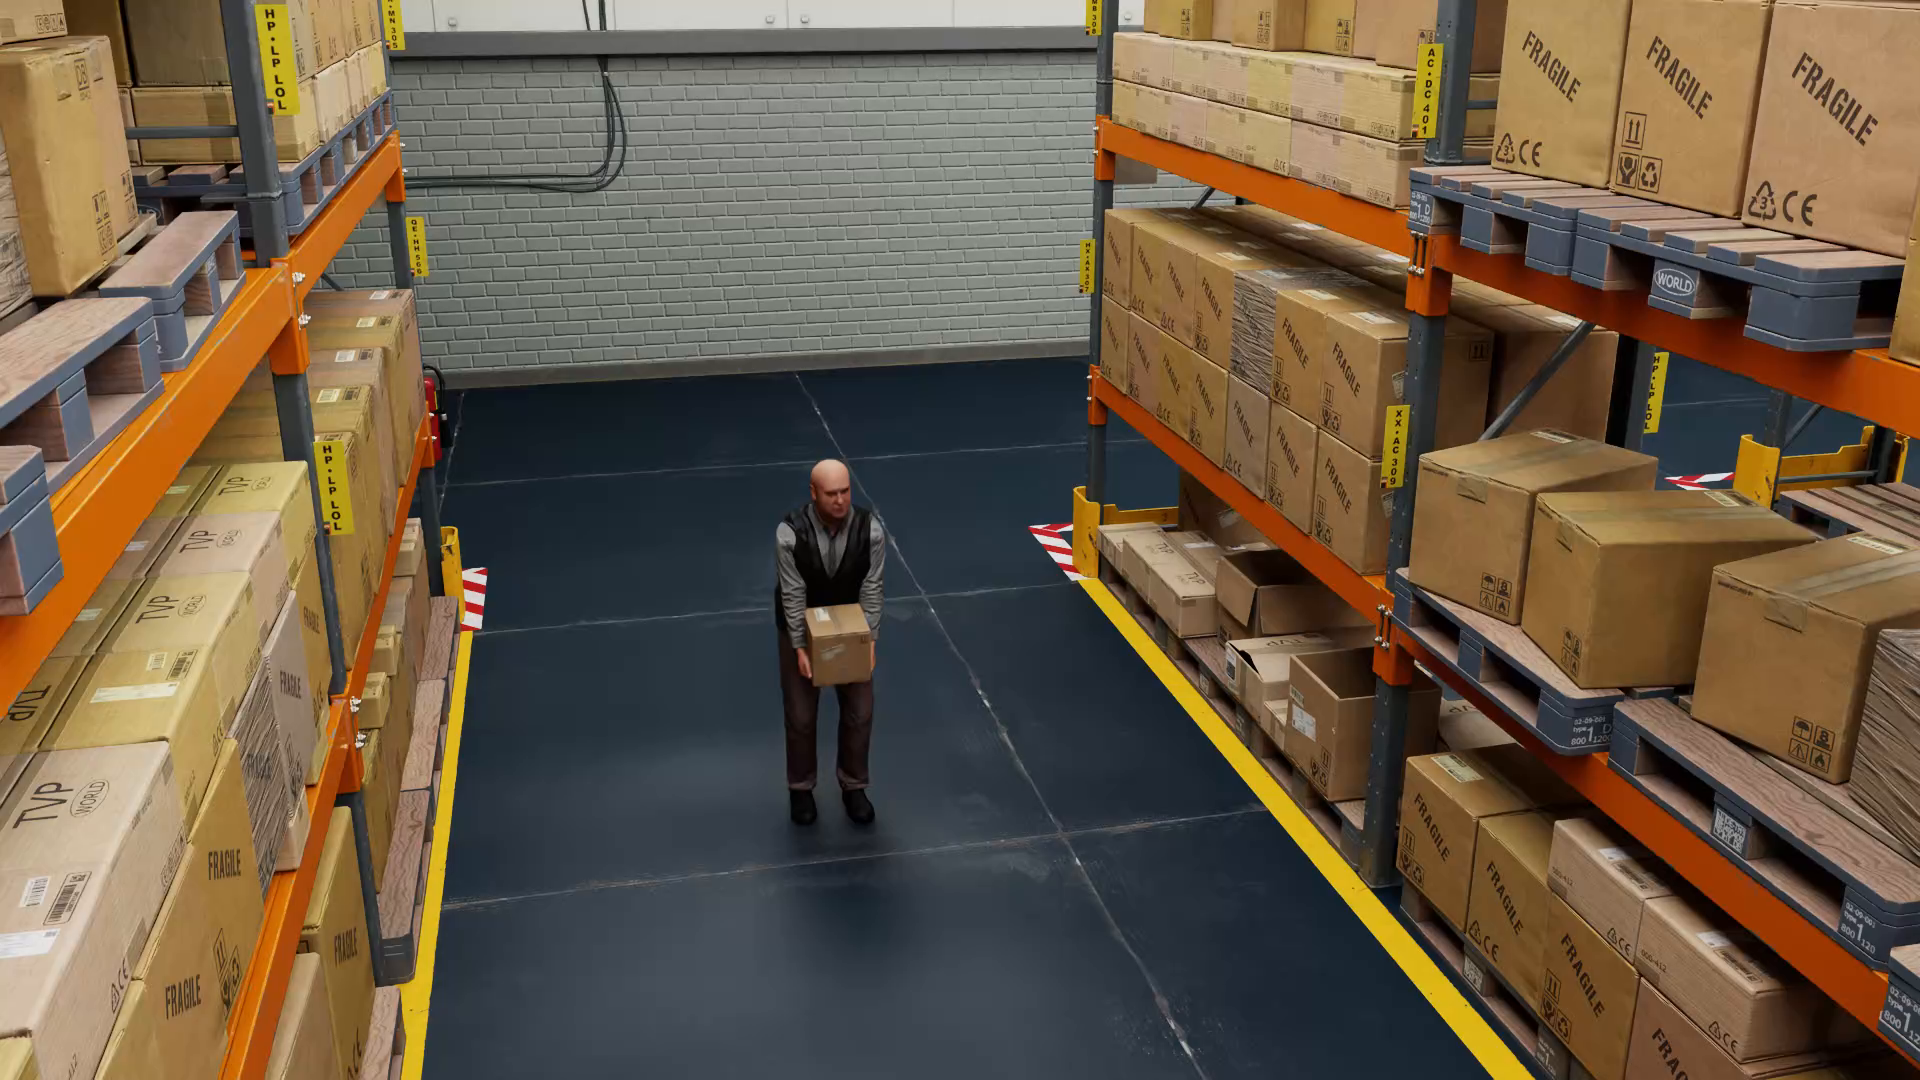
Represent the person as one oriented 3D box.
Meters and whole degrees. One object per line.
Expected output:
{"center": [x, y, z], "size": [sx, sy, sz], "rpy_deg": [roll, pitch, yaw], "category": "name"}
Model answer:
{"center": [-0.561, 0.455, 7.356], "size": [0.486, 1.703, 0.560], "rpy_deg": [-5, 20, -13], "category": "person"}
